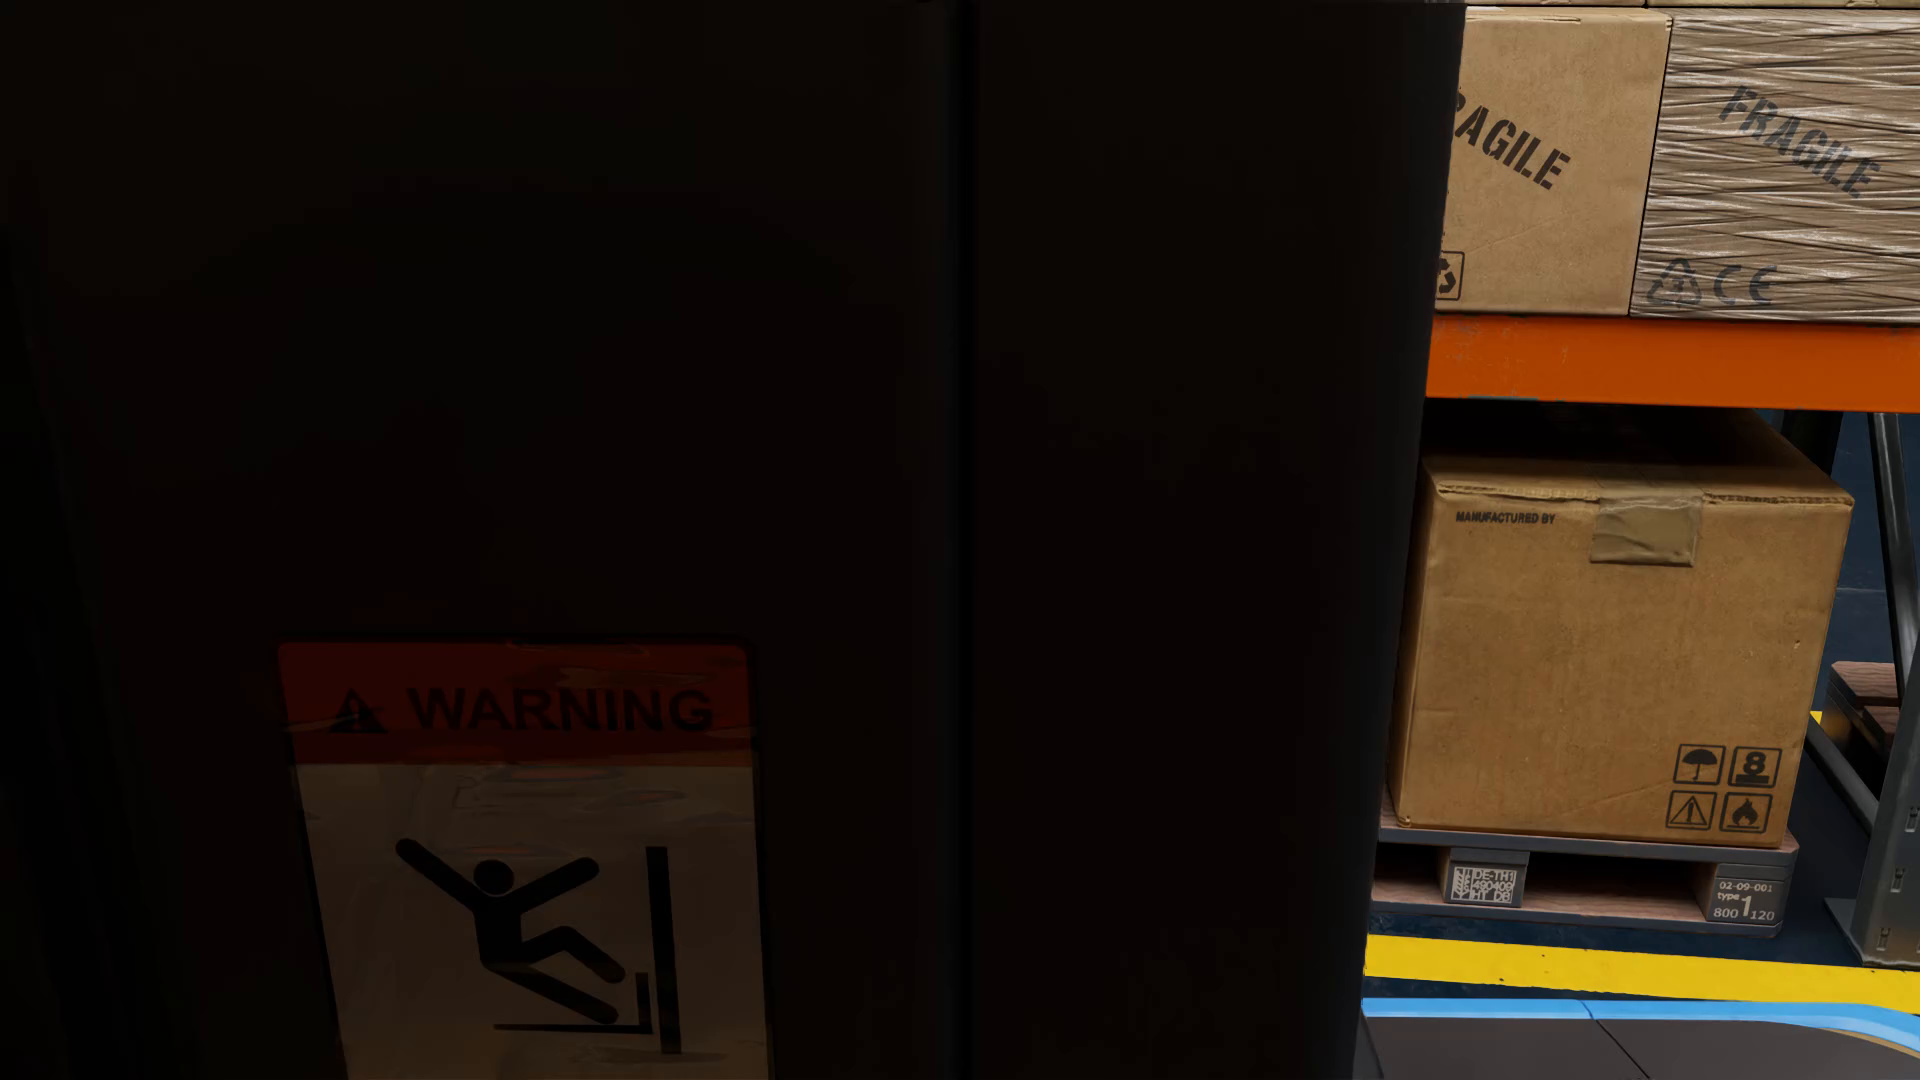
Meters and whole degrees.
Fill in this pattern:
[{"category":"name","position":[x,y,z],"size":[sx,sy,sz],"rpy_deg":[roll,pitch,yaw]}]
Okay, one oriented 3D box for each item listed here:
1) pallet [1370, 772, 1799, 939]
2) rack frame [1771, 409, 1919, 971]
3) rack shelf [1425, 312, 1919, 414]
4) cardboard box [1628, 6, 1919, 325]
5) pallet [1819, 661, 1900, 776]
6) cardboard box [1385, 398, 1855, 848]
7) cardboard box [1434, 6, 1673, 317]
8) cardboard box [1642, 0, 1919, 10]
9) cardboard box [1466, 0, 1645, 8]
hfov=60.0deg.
[{"category":"pallet","position":[1.138,0.507,3.870],"size":[1.213,0.211,1.003],"rpy_deg":[2,22,6]},{"category":"rack frame","position":[1.912,-0.728,3.201],"size":[0.127,3.000,1.000],"rpy_deg":[2,22,6]},{"category":"rack shelf","position":[-0.074,-0.480,3.552],"size":[4.000,0.370,1.077],"rpy_deg":[2,22,6]},{"category":"cardboard box","position":[1.433,-0.696,2.984],"size":[0.500,0.500,0.500],"rpy_deg":[2,22,6]},{"category":"pallet","position":[2.688,0.603,3.627],"size":[1.213,0.211,1.003],"rpy_deg":[2,22,6]},{"category":"cardboard box","position":[1.318,0.064,3.687],"size":[0.750,0.750,1.050],"rpy_deg":[2,22,6]},{"category":"cardboard box","position":[0.938,-0.718,3.040],"size":[0.500,0.500,0.500],"rpy_deg":[2,22,6]},{"category":"cardboard box","position":[1.467,-1.262,3.057],"size":[0.500,0.500,0.700],"rpy_deg":[2,22,6]},{"category":"cardboard box","position":[0.965,-1.284,3.111],"size":[0.500,0.500,0.700],"rpy_deg":[2,22,6]}]
